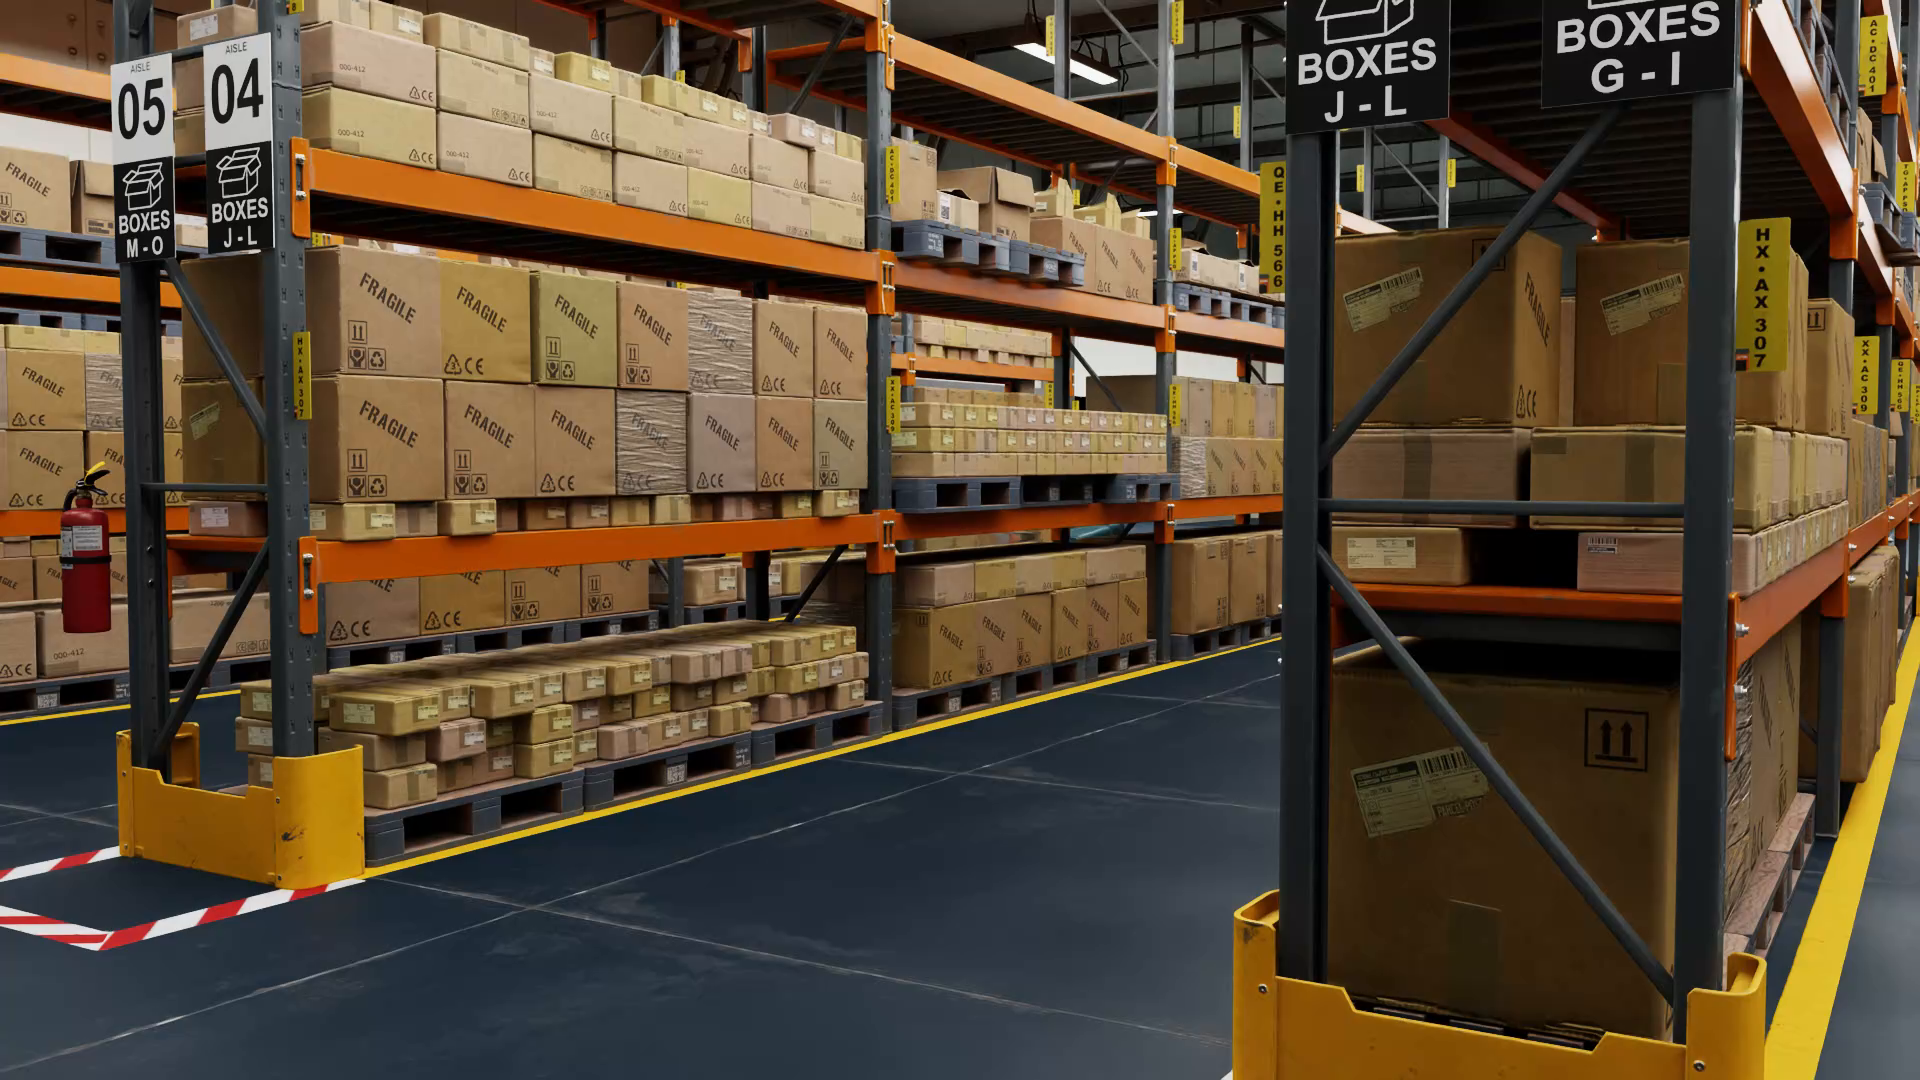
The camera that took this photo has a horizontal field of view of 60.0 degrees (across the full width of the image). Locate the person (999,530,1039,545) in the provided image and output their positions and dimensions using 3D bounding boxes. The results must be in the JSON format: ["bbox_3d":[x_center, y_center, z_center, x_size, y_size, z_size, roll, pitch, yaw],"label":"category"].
[{"bbox_3d":[0.608,-0.041,16.324,0.492,1.786,0.553,1,3,24],"label":"person"}]
